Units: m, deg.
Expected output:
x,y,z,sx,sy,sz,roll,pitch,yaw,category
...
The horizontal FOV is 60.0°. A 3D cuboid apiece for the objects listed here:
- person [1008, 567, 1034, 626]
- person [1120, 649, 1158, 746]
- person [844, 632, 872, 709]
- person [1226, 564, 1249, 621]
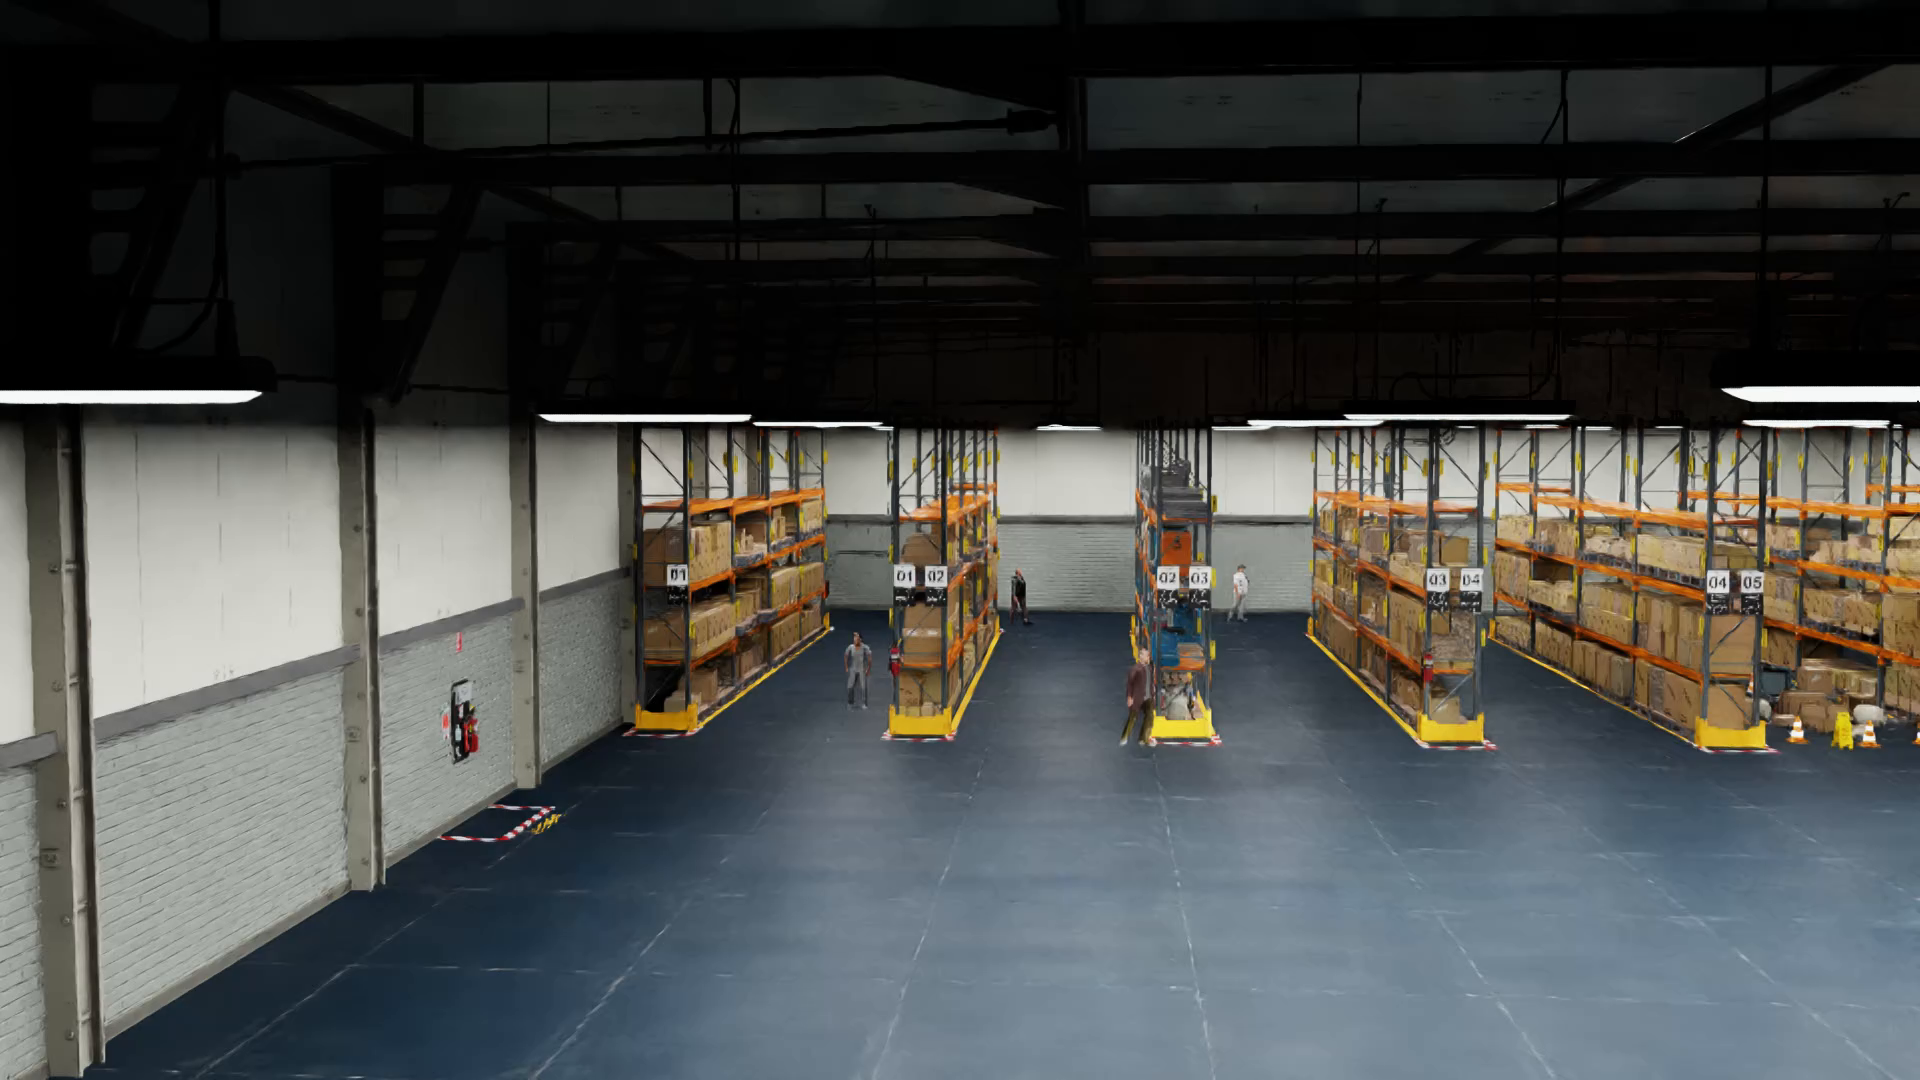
x,y,z,sx,sy,sz,roll,pitch,yaw,category
1.760,1.657,48.995,0.564,1.709,0.733,3,5,42,person
3.242,2.869,30.322,0.710,1.763,0.547,-3,5,-36,person
-2.105,2.685,34.234,0.565,1.618,0.507,0,4,3,person
8.343,1.589,50.024,0.505,1.752,0.724,4,5,44,person
